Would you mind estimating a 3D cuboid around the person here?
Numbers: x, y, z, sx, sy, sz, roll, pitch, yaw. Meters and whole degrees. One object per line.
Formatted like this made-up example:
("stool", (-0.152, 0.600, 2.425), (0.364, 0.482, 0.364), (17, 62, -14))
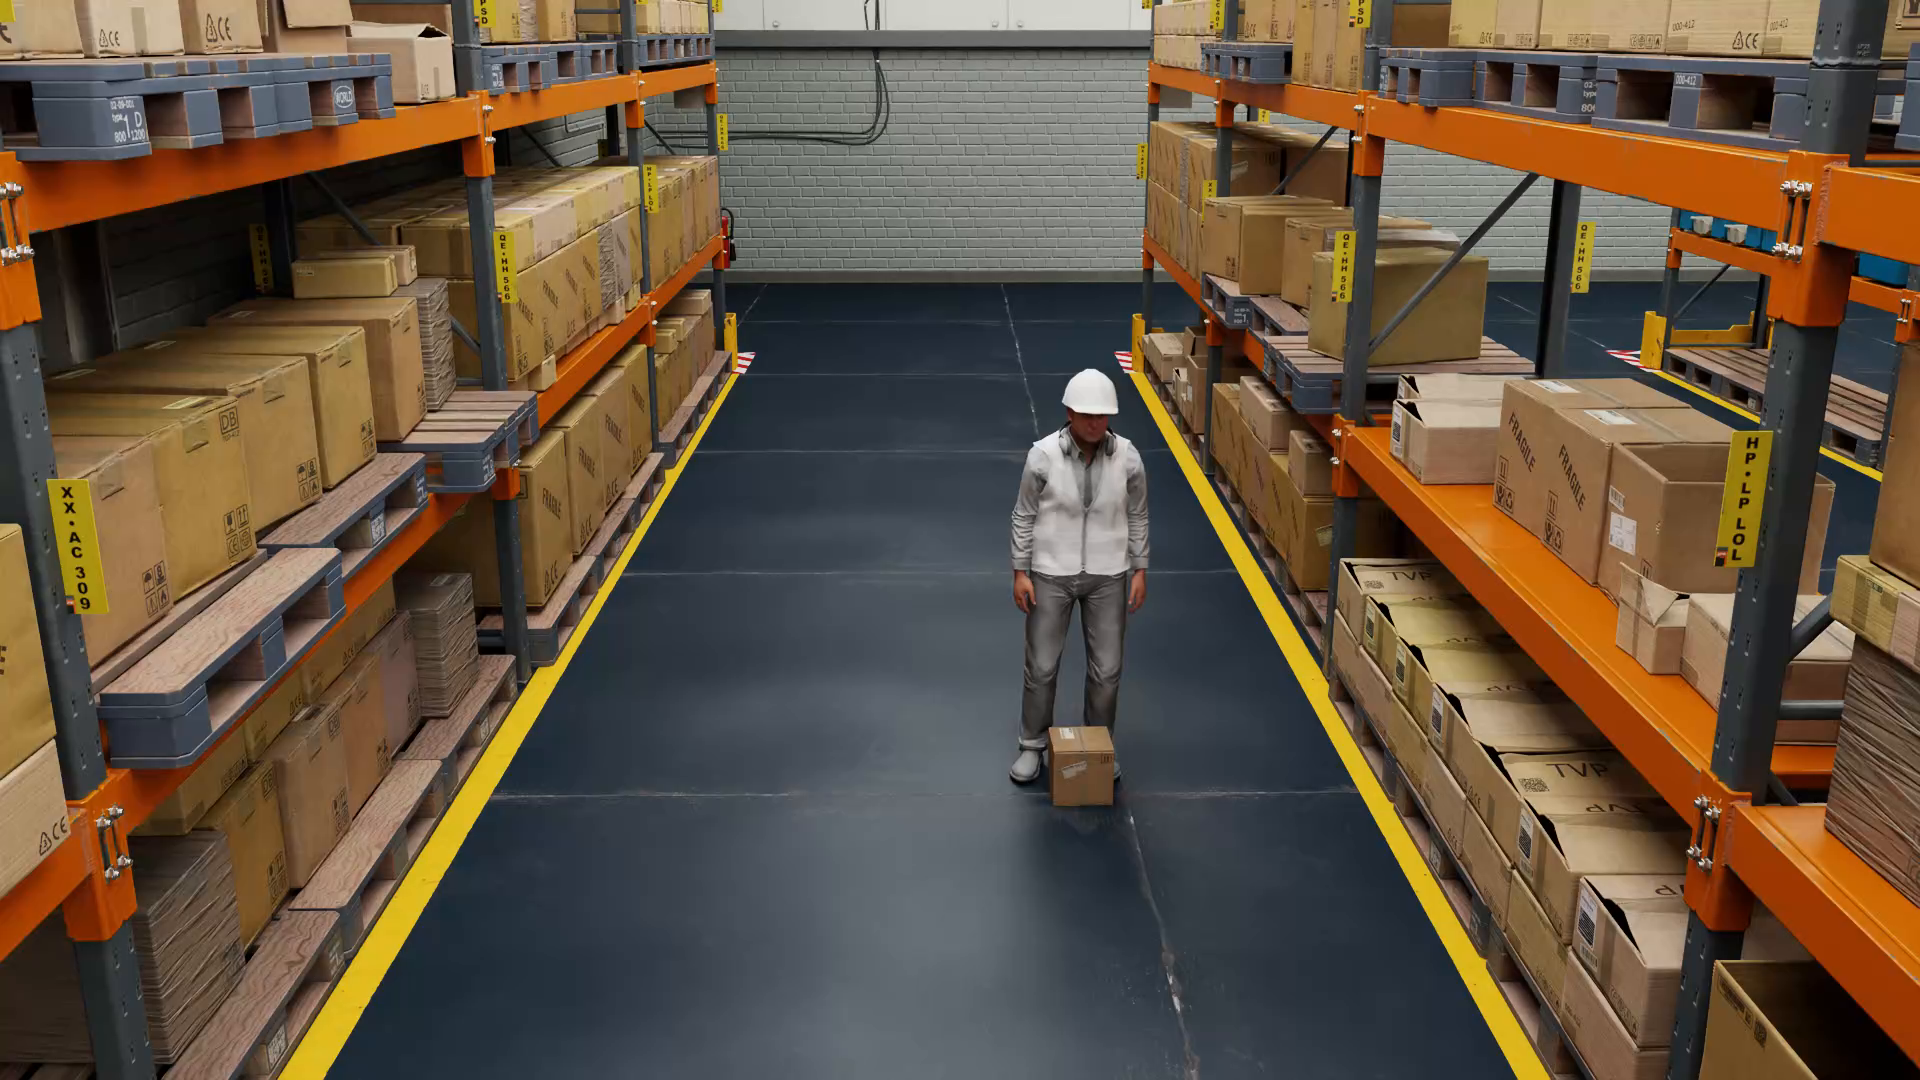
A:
("person", (0.504, 0.146, 7.018), (0.594, 1.773, 0.458), (-1, 17, -4))
